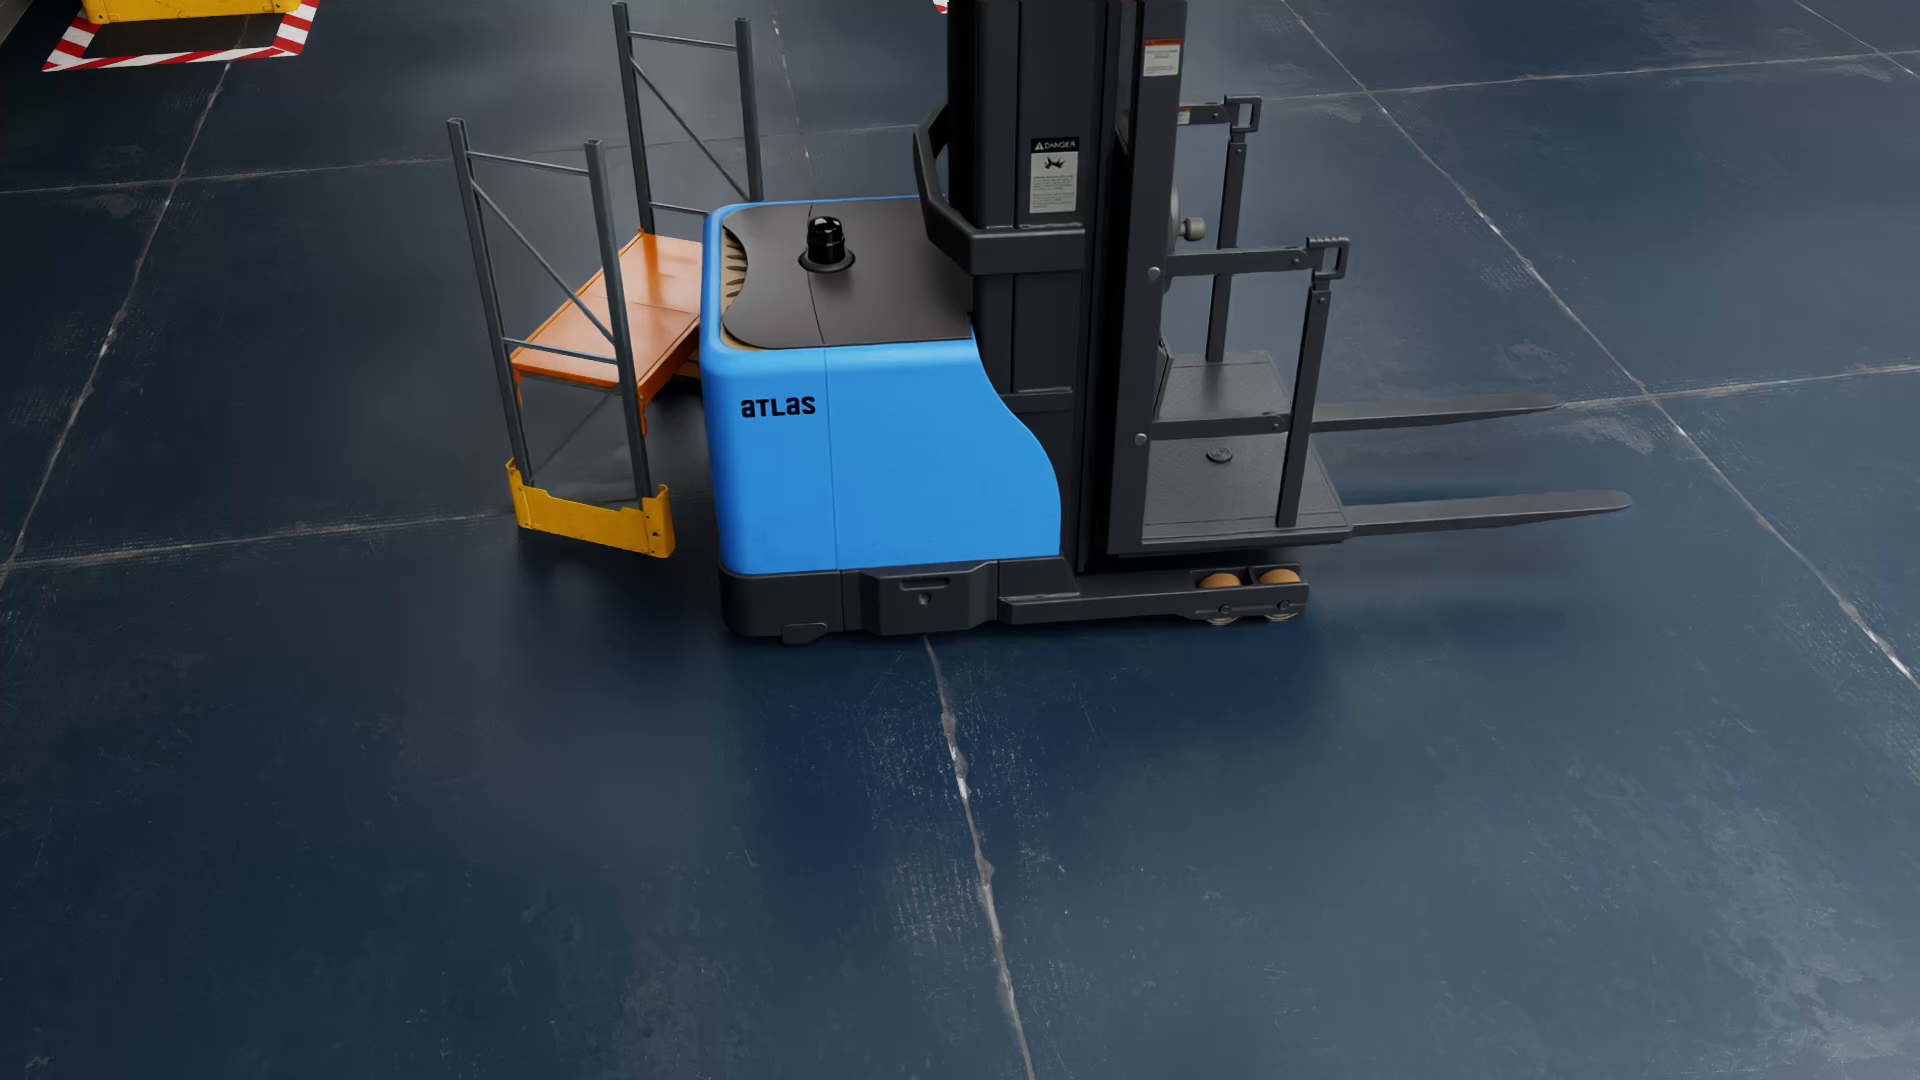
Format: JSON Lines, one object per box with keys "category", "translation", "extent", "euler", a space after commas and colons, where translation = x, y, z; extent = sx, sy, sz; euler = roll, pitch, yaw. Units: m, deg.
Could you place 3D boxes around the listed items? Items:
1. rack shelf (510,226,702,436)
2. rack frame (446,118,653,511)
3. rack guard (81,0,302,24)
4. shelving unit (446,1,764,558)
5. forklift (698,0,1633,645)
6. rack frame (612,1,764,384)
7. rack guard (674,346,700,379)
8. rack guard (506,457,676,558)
{"category": "rack shelf", "translation": [-1.106, -0.751, 5.787], "extent": [0.538, 0.185, 1.000], "euler": [12, 39, 15]}
{"category": "rack frame", "translation": [-1.270, -0.598, 5.297], "extent": [0.500, 1.500, 0.032], "euler": [12, 39, 15]}
{"category": "rack guard", "translation": [-4.484, -3.328, 9.626], "extent": [1.175, 0.500, 0.348], "euler": [-6, 38, -8]}
{"category": "shelving unit", "translation": [-1.103, -0.898, 5.684], "extent": [0.587, 1.500, 1.083], "euler": [12, 39, 15]}
{"category": "forklift", "translation": [0.706, -1.206, 4.913], "extent": [3.031, 2.935, 1.130], "euler": [-4, 38, -5]}
{"category": "rack frame", "translation": [-0.942, -1.188, 6.057], "extent": [0.500, 1.500, 0.032], "euler": [12, 39, 15]}
{"category": "rack guard", "translation": [-0.942, -0.694, 6.439], "extent": [0.587, 0.250, 0.087], "euler": [12, 39, 15]}
{"category": "rack guard", "translation": [-1.263, -0.115, 5.695], "extent": [0.587, 0.250, 0.087], "euler": [12, 39, 15]}
